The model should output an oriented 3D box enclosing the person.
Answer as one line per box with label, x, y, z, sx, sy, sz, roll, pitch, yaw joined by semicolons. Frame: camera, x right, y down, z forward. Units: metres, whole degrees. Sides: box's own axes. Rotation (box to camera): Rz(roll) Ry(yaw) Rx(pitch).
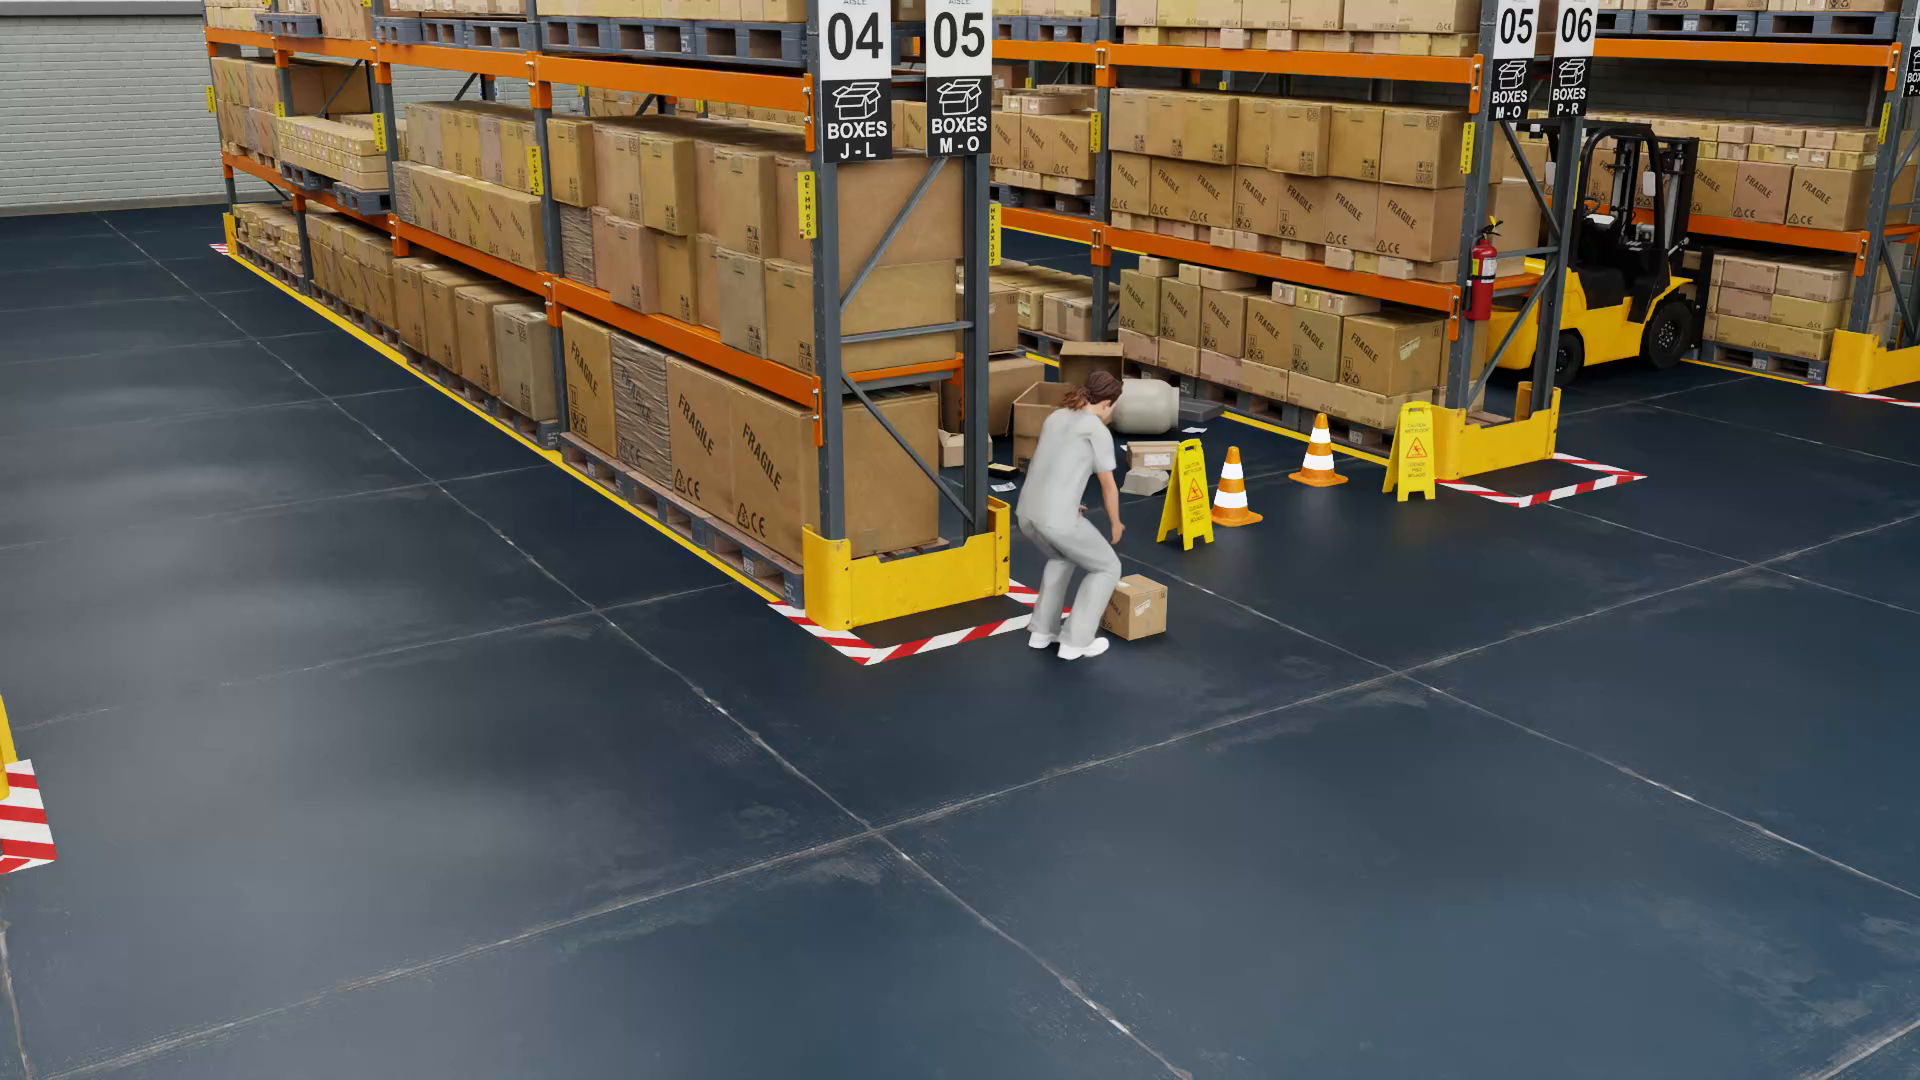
person;0.554;-0.130;8.380;0.615;1.417;0.490;-13;22;-35
